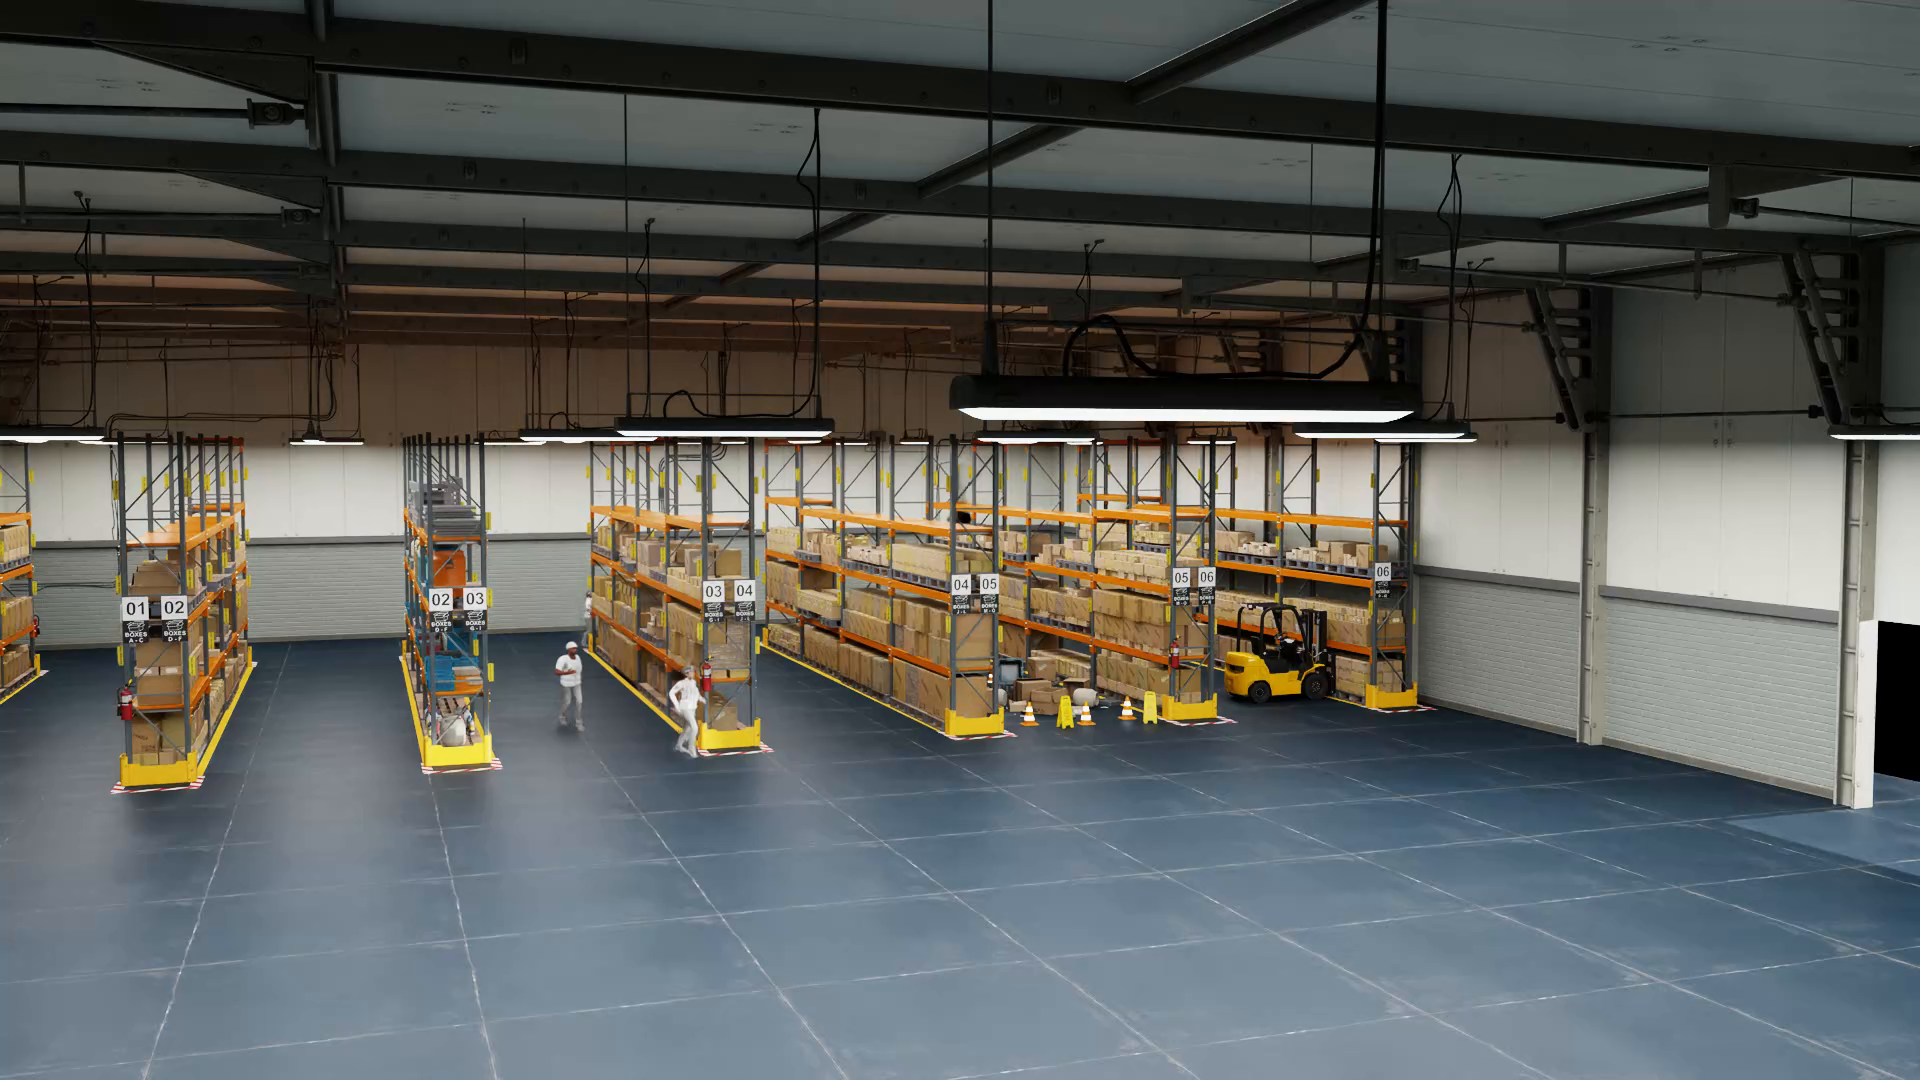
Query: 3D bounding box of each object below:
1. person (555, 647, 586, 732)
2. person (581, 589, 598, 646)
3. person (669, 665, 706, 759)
[{"bbox_3d":[-7.938,2.985,33.775,0.869,1.770,0.670,3,4,45],"label":"person"},{"bbox_3d":[-10.618,2.233,48.042,0.651,1.671,0.564,1,3,11],"label":"person"},{"bbox_3d":[-5.042,3.182,30.839,0.712,1.755,0.621,2,4,27],"label":"person"}]
